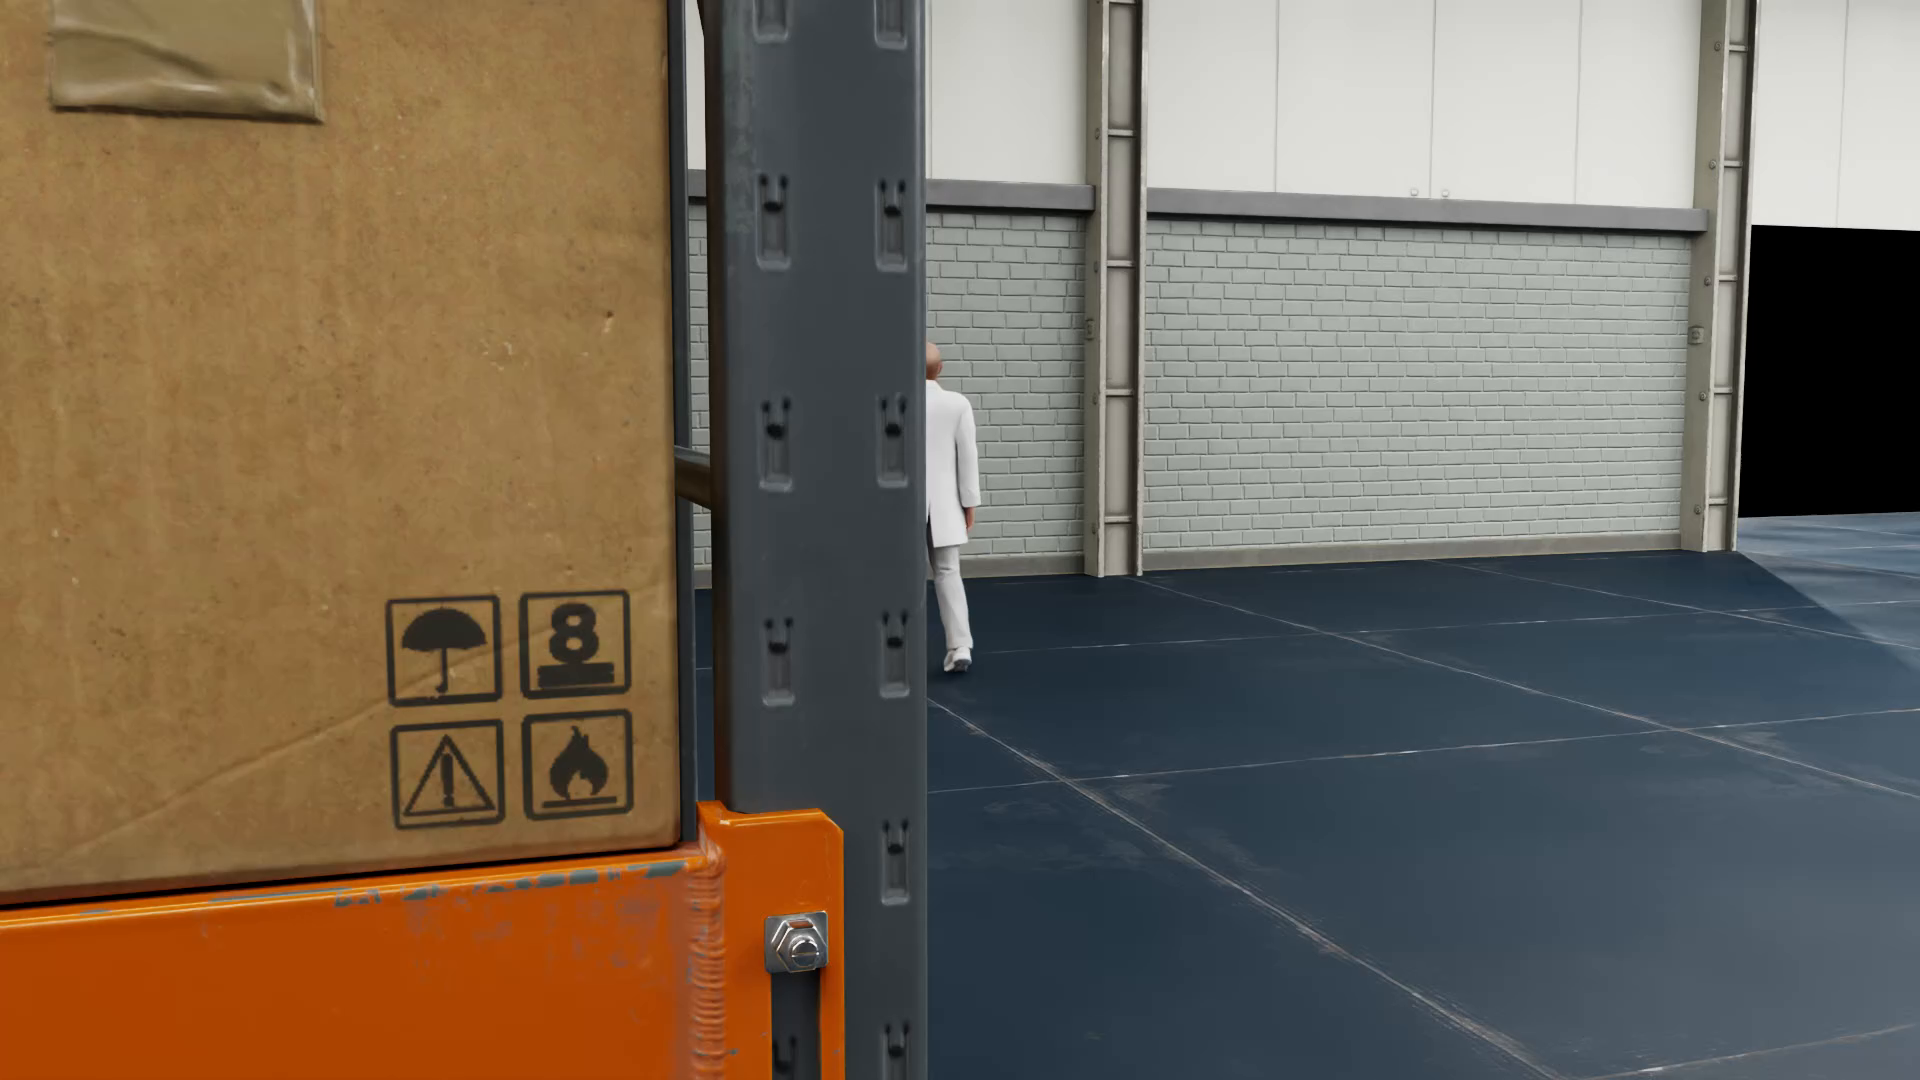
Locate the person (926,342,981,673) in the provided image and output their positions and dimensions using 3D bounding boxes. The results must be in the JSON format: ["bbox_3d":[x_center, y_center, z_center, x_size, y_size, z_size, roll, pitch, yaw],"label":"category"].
[{"bbox_3d":[-0.201,-0.175,9.019,0.617,1.790,0.722,-2,6,-18],"label":"person"}]
